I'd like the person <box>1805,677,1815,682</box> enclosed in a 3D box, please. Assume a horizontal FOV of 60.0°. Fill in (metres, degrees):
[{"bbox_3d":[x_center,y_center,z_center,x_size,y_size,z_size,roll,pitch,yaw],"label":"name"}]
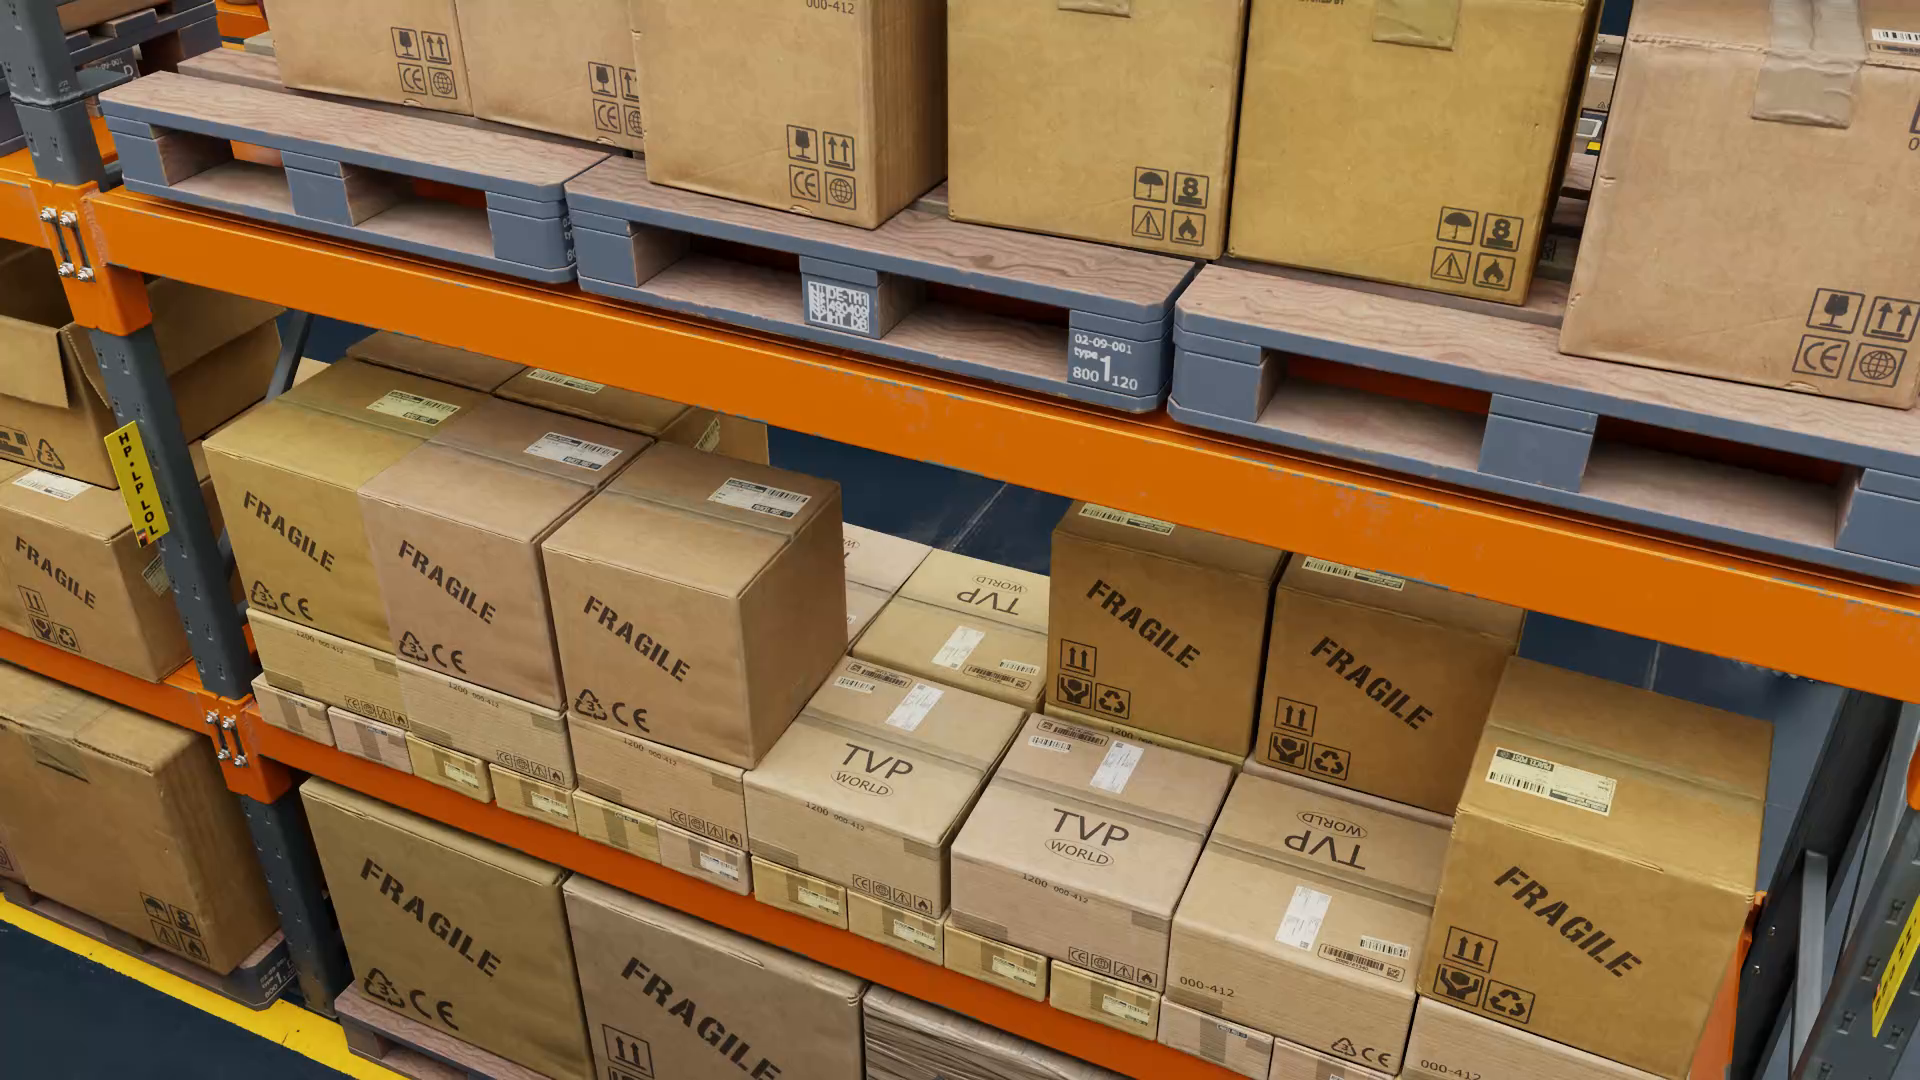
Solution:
[{"bbox_3d":[3.509,-0.177,6.361,0.463,1.663,0.469,0,34,-1],"label":"person"}]
